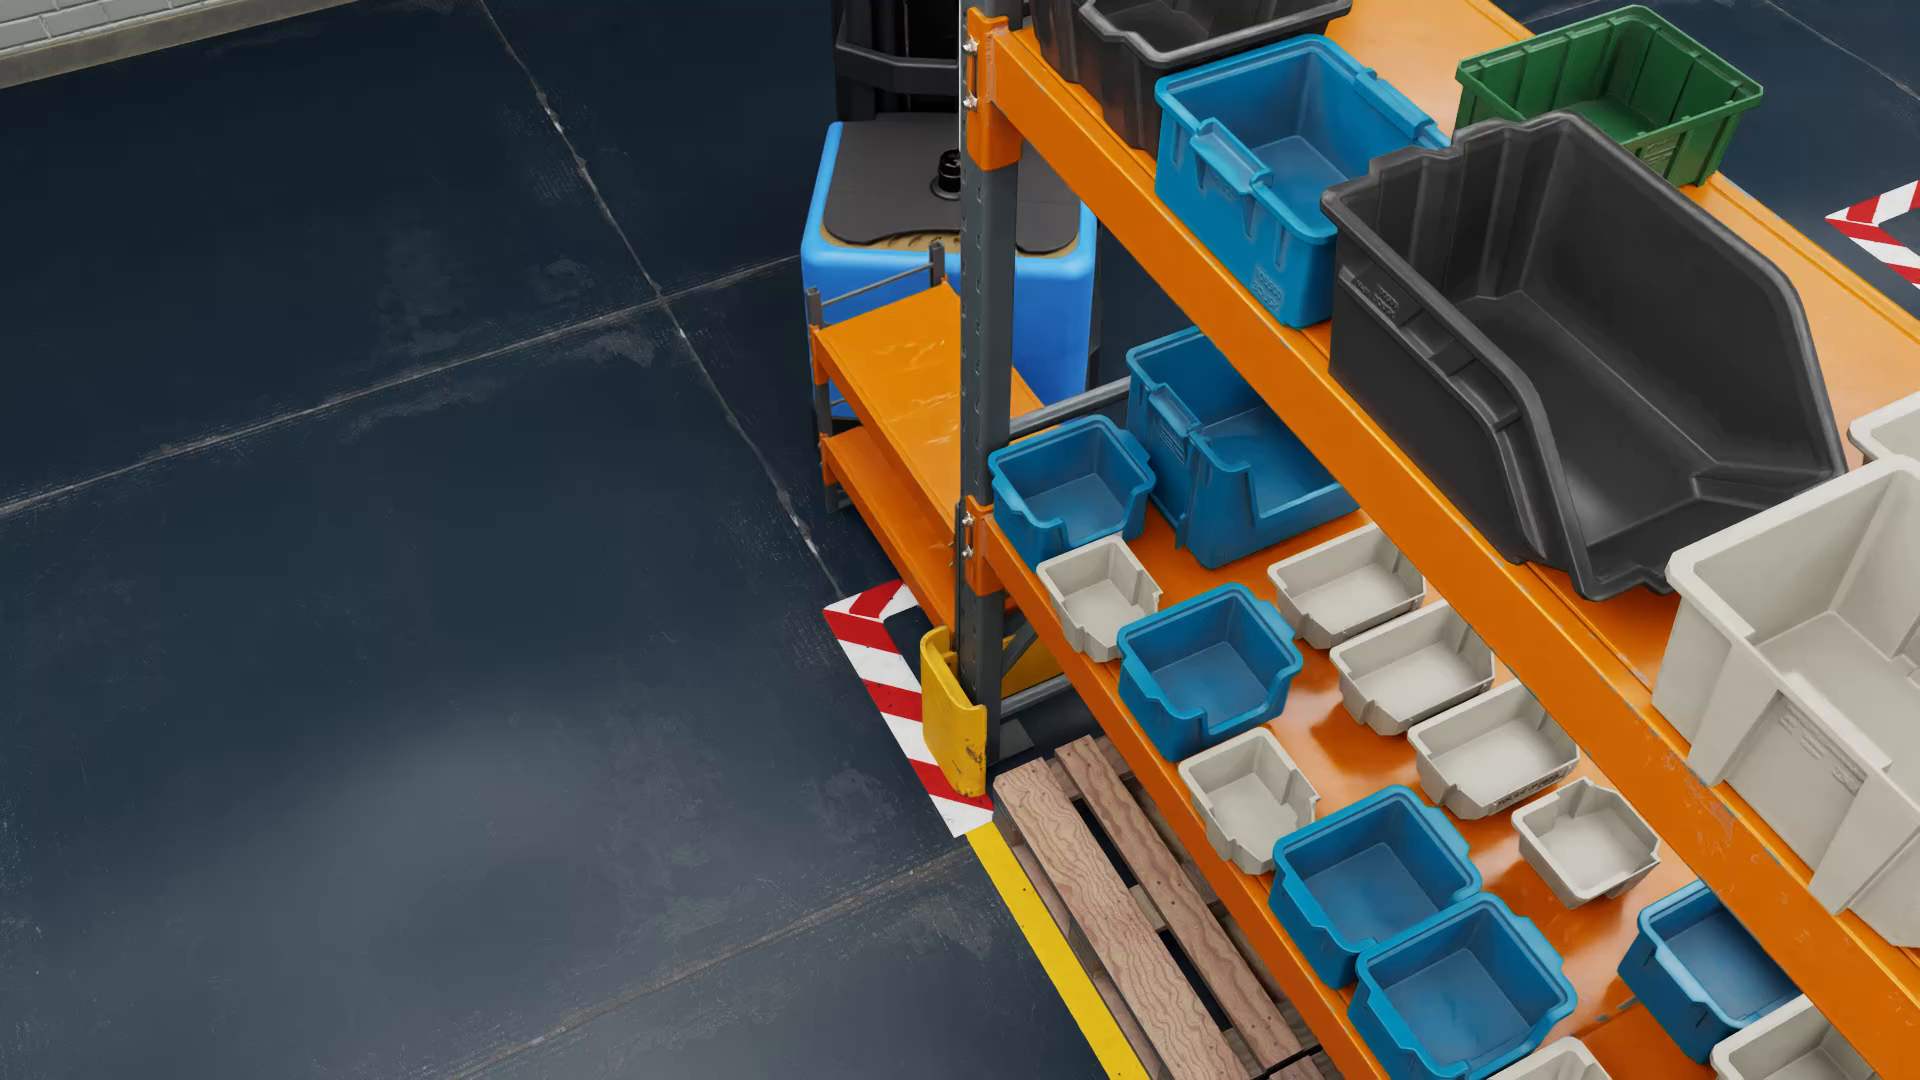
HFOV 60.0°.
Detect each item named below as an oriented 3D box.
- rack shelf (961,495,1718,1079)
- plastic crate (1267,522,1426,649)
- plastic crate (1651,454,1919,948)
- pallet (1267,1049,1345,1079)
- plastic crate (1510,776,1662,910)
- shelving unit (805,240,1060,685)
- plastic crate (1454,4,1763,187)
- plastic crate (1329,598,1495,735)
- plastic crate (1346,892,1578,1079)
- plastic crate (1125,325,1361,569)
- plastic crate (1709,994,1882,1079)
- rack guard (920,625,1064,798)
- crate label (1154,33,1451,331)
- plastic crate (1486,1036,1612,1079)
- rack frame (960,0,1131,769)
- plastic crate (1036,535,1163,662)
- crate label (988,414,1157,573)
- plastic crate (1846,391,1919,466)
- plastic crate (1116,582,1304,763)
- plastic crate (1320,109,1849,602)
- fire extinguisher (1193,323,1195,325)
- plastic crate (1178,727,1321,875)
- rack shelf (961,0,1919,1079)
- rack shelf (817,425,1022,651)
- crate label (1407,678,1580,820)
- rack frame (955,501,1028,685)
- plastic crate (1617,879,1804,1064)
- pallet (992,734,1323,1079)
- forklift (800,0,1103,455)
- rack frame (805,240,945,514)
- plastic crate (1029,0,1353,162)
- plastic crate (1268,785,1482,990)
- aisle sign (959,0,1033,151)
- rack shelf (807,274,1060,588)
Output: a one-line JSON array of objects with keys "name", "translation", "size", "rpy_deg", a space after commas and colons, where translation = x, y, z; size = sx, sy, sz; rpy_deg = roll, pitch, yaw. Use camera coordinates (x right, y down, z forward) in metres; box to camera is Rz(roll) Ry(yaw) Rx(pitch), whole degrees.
[{"name": "rack shelf", "translation": [1.387, 1.154, 3.726], "size": [1.077, 0.370, 4.000], "rpy_deg": [-21, 52, -18]}, {"name": "plastic crate", "translation": [1.006, 0.129, 4.280], "size": [0.396, 0.136, 0.243], "rpy_deg": [-21, 52, -18]}, {"name": "plastic crate", "translation": [1.211, 0.220, 2.151], "size": [0.437, 0.282, 0.530], "rpy_deg": [-21, 52, -18]}, {"name": "pallet", "translation": [1.369, 1.877, 4.468], "size": [1.003, 0.211, 1.213], "rpy_deg": [-21, 52, -18]}, {"name": "plastic crate", "translation": [1.427, 0.698, 3.782], "size": [0.298, 0.136, 0.250], "rpy_deg": [-21, 52, -18]}, {"name": "shelving unit", "translation": [-0.035, -0.197, 5.634], "size": [0.538, 1.125, 1.048], "rpy_deg": [-23, 56, -17]}, {"name": "plastic crate", "translation": [1.177, -0.777, 3.085], "size": [0.450, 0.188, 0.336], "rpy_deg": [-21, 52, -18]}, {"name": "plastic crate", "translation": [1.125, 0.328, 4.106], "size": [0.396, 0.136, 0.243], "rpy_deg": [-21, 52, -18]}, {"name": "plastic crate", "translation": [1.032, 0.975, 3.476], "size": [0.416, 0.233, 0.300], "rpy_deg": [-21, 52, -18]}, {"name": "plastic crate", "translation": [0.791, -0.293, 4.450], "size": [0.616, 0.435, 0.499], "rpy_deg": [-21, 52, -18]}, {"name": "plastic crate", "translation": [1.767, 1.190, 3.256], "size": [0.437, 0.282, 0.530], "rpy_deg": [-21, 52, -18]}, {"name": "rack guard", "translation": [0.449, 0.390, 5.577], "size": [1.175, 0.500, 0.348], "rpy_deg": [-21, 52, -18]}, {"name": "crate label", "translation": [0.606, -0.631, 2.915], "size": [0.408, 0.251, 0.502], "rpy_deg": [-21, 52, -18]}, {"name": "plastic crate", "translation": [1.238, 1.261, 3.290], "size": [0.293, 0.136, 0.466], "rpy_deg": [-21, 52, -18]}, {"name": "rack frame", "translation": [0.472, -0.421, 4.626], "size": [1.000, 3.000, 0.127], "rpy_deg": [-21, 52, -18]}, {"name": "plastic crate", "translation": [0.365, 0.168, 4.246], "size": [0.250, 0.136, 0.298], "rpy_deg": [-21, 52, -18]}, {"name": "crate label", "translation": [0.292, -0.107, 4.422], "size": [0.416, 0.233, 0.303], "rpy_deg": [-21, 52, -18]}, {"name": "plastic crate", "translation": [1.638, -0.025, 2.461], "size": [0.437, 0.136, 0.530], "rpy_deg": [-21, 52, -18]}, {"name": "plastic crate", "translation": [0.593, 0.333, 4.037], "size": [0.416, 0.233, 0.300], "rpy_deg": [-21, 52, -18]}, {"name": "plastic crate", "translation": [0.926, -0.271, 2.543], "size": [0.504, 0.338, 0.767], "rpy_deg": [-21, 52, -18]}, {"name": "fire extinguisher", "translation": [0.807, -0.531, 5.020], "size": [0.296, 0.674, 0.183], "rpy_deg": [-21, 52, -18]}, {"name": "plastic crate", "translation": [0.675, 0.622, 3.849], "size": [0.250, 0.136, 0.298], "rpy_deg": [-21, 52, -18]}, {"name": "rack shelf", "translation": [1.387, 0.167, 2.597], "size": [1.077, 0.370, 4.000], "rpy_deg": [-21, 52, -18]}, {"name": "rack shelf", "translation": [-0.036, -0.047, 5.827], "size": [0.538, 0.278, 1.000], "rpy_deg": [-23, 56, -17]}, {"name": "crate label", "translation": [1.275, 0.506, 3.950], "size": [0.396, 0.136, 0.243], "rpy_deg": [-21, 52, -18]}, {"name": "rack frame", "translation": [0.209, 0.155, 5.361], "size": [0.500, 1.125, 0.032], "rpy_deg": [-23, 56, -17]}, {"name": "plastic crate", "translation": [1.639, 0.900, 3.541], "size": [0.416, 0.233, 0.300], "rpy_deg": [-21, 52, -18]}, {"name": "pallet", "translation": [0.814, 1.062, 5.181], "size": [1.003, 0.211, 1.213], "rpy_deg": [-21, 52, -18]}, {"name": "forklift", "translation": [0.074, -2.323, 6.335], "size": [1.130, 2.935, 3.031], "rpy_deg": [4, 49, 3]}, {"name": "rack frame", "translation": [-0.280, -0.550, 5.907], "size": [0.500, 1.125, 0.032], "rpy_deg": [-23, 56, -17]}, {"name": "plastic crate", "translation": [0.400, -1.012, 3.236], "size": [0.497, 0.269, 0.590], "rpy_deg": [-21, 52, -18]}, {"name": "plastic crate", "translation": [0.894, 0.774, 3.652], "size": [0.416, 0.233, 0.300], "rpy_deg": [-21, 52, -18]}, {"name": "aisle sign", "translation": [0.174, -1.223, 3.600], "size": [0.394, 0.787, 0.004], "rpy_deg": [-21, 52, -18]}, {"name": "rack shelf", "translation": [-0.034, -0.377, 5.403], "size": [0.538, 0.278, 1.000], "rpy_deg": [-23, 56, -17]}]
